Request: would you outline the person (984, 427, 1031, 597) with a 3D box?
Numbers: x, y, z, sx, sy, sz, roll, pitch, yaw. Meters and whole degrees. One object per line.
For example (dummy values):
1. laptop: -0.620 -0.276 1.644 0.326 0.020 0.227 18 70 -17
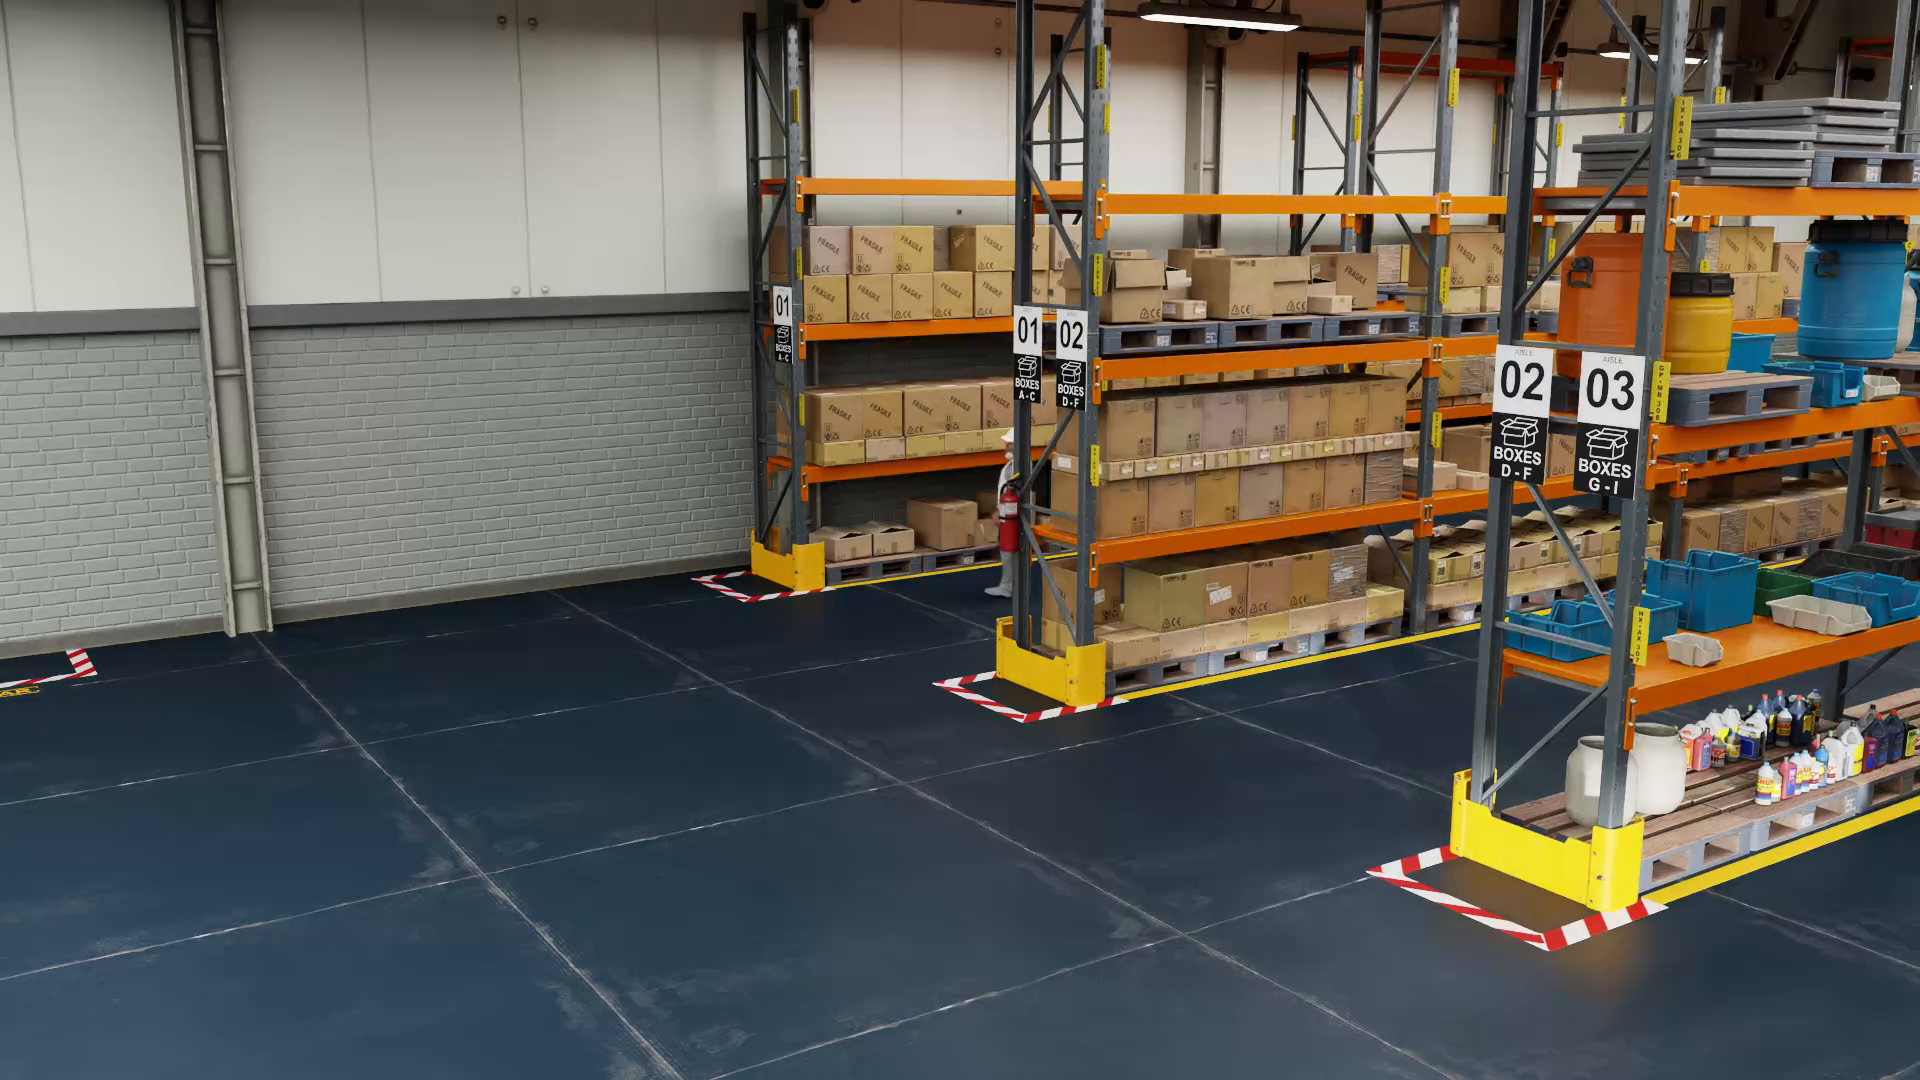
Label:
1. person: 0.503 -0.303 17.301 0.482 1.783 0.581 1 11 6
